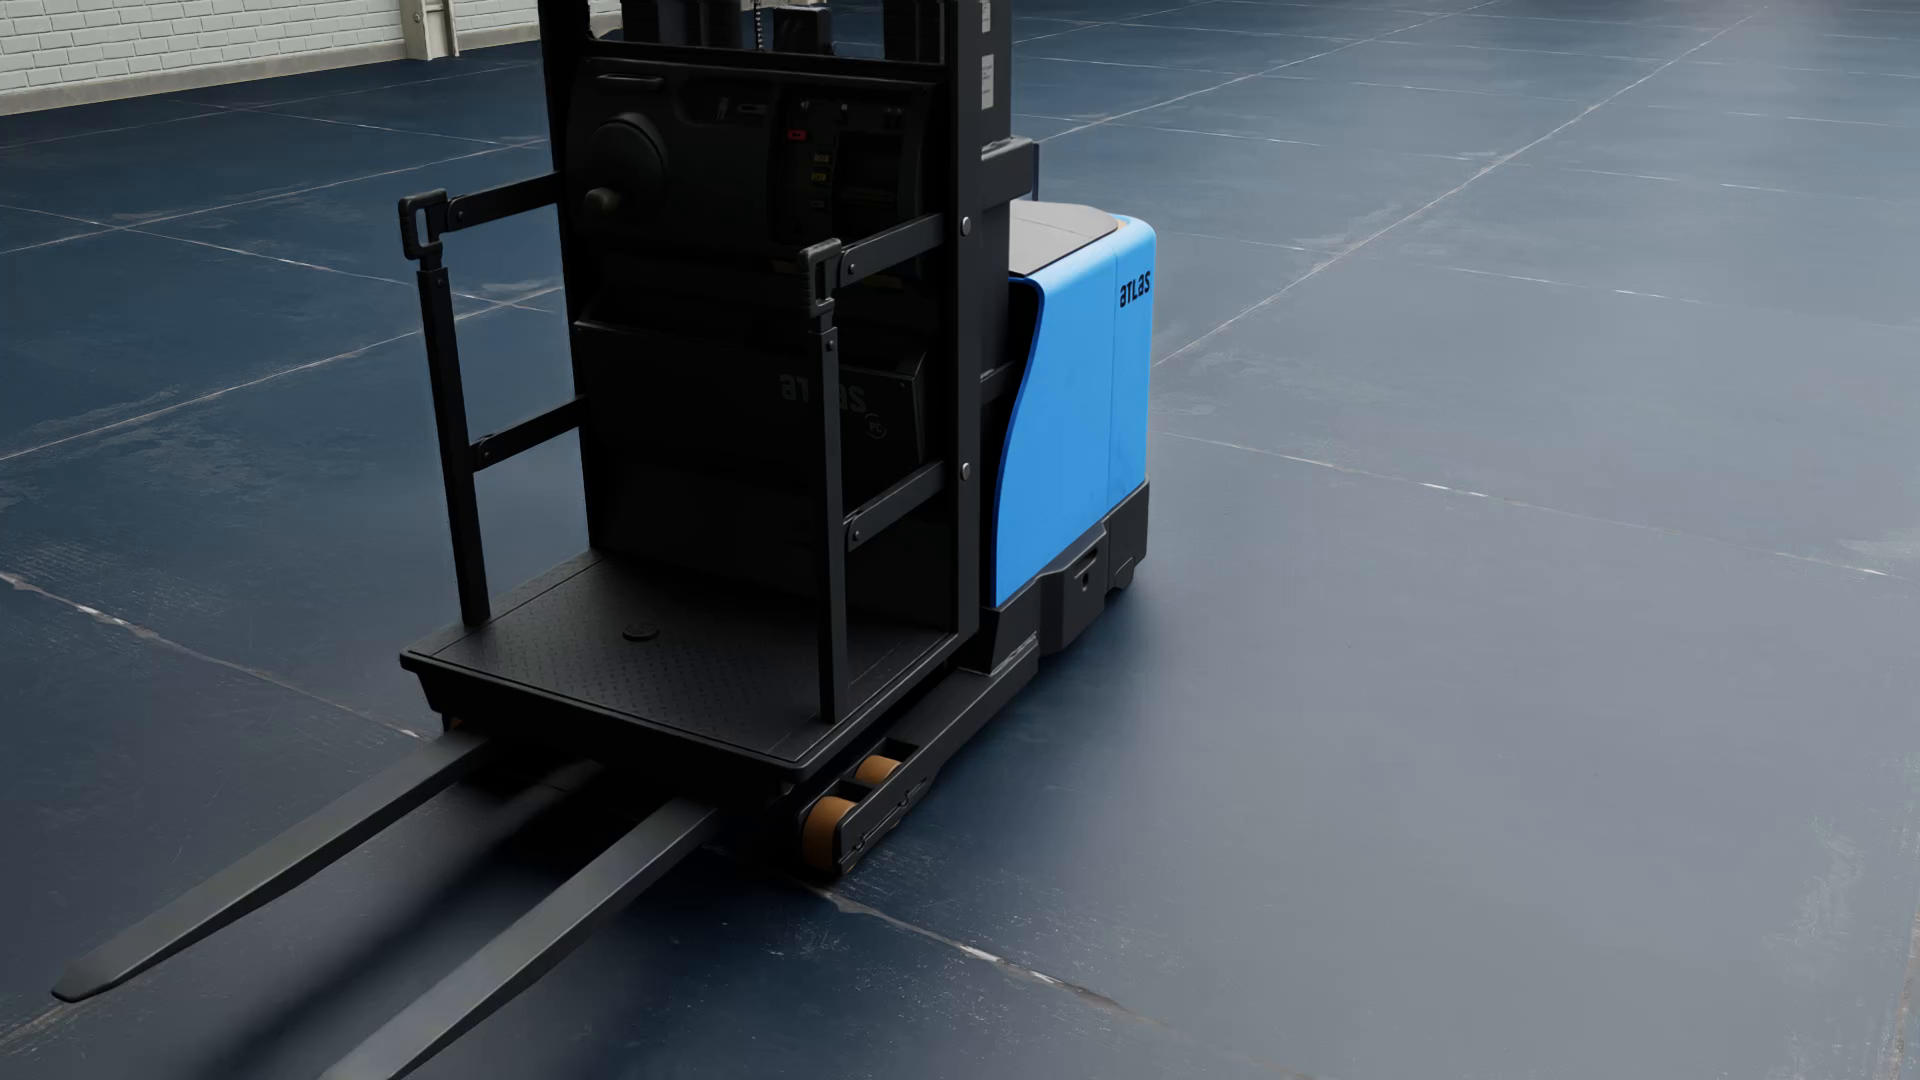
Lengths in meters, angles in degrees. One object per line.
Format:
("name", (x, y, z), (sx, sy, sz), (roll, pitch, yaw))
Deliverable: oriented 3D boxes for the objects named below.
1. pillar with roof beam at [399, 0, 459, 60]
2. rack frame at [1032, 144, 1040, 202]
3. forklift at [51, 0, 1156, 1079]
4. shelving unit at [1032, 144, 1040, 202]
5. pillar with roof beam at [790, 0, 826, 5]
("pillar with roof beam", (-1.405, -7.867, 12.095), (9.100, 9.000, 0.400), (14, 27, 29))
("rack frame", (0.131, -0.651, 5.242), (0.240, 1.200, 0.006), (12, 26, 25))
("forklift", (-0.576, -0.828, 3.473), (1.130, 2.935, 3.031), (12, 26, 25))
("shelving unit", (0.088, -0.618, 5.168), (0.258, 1.200, 0.189), (12, 26, 25))
("pillar with roof beam", (1.760, -9.892, 16.773), (9.100, 9.000, 0.400), (14, 27, 29))
